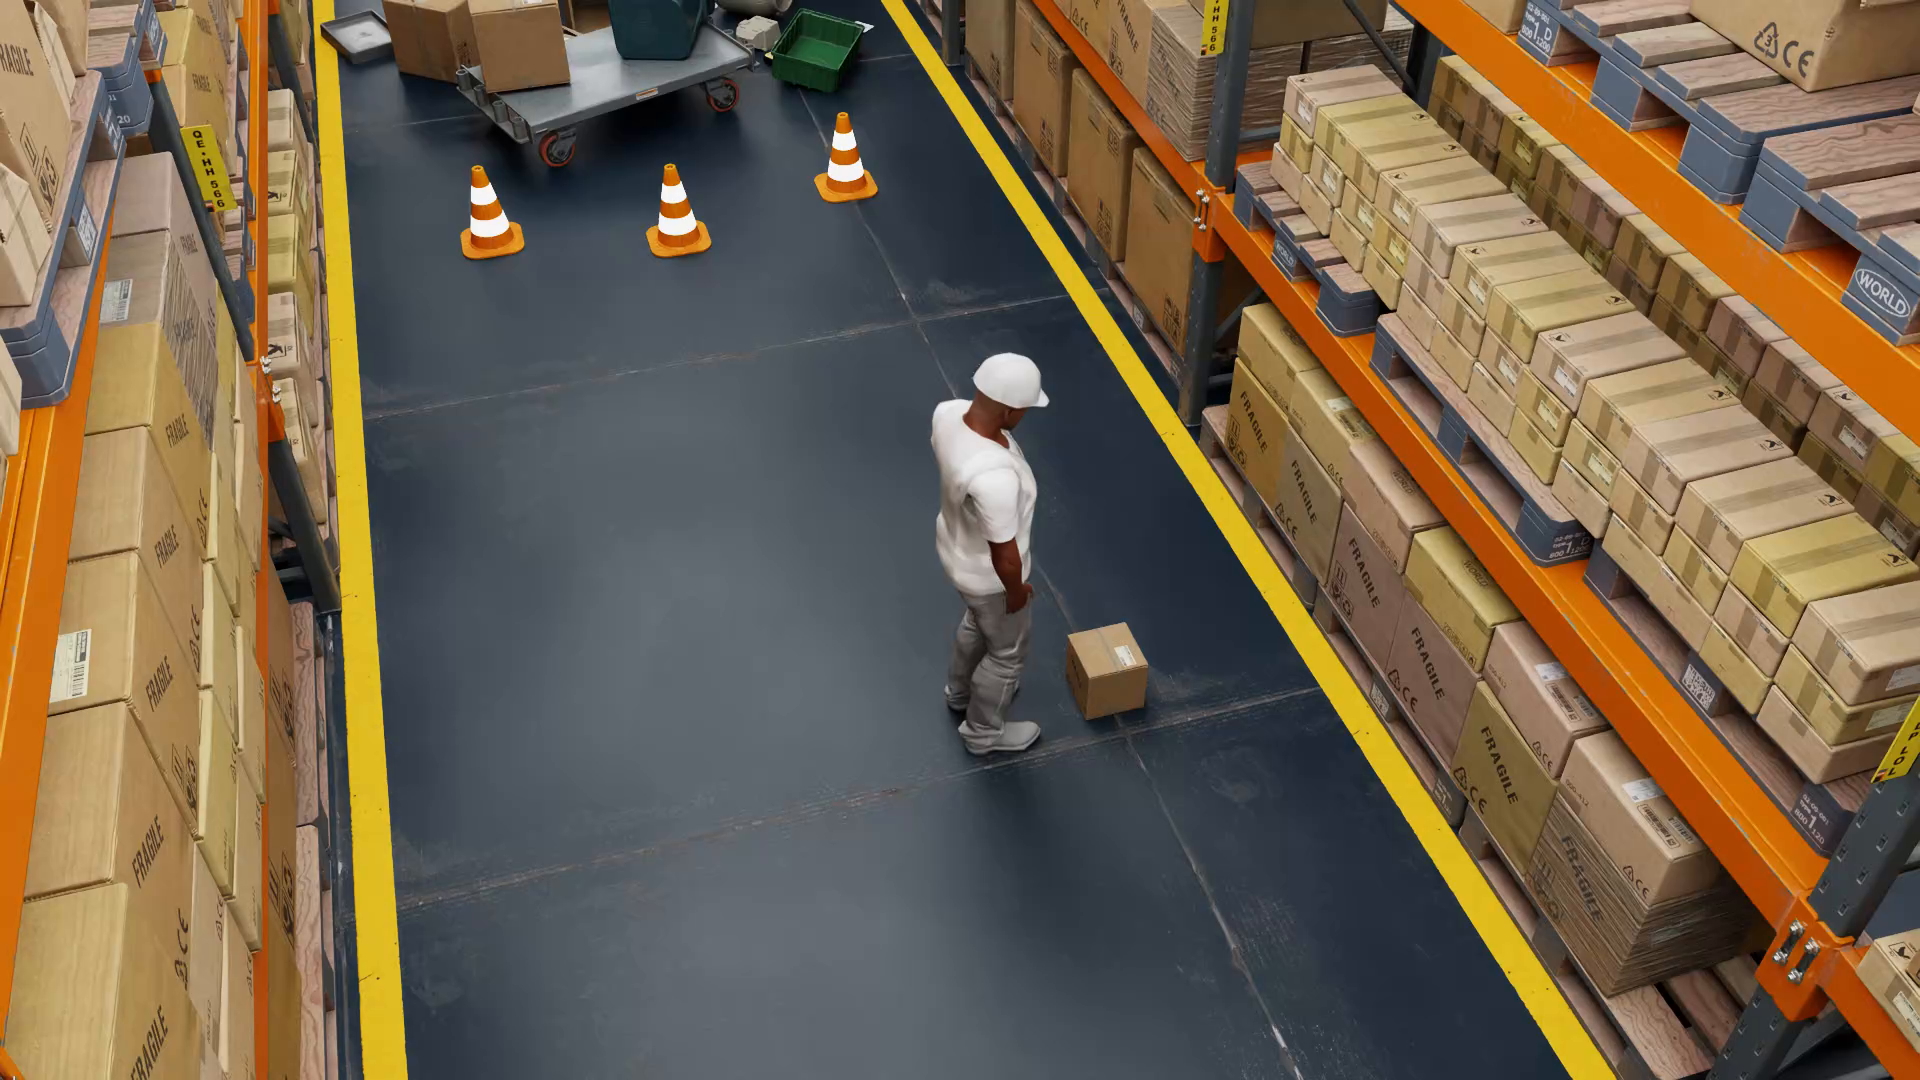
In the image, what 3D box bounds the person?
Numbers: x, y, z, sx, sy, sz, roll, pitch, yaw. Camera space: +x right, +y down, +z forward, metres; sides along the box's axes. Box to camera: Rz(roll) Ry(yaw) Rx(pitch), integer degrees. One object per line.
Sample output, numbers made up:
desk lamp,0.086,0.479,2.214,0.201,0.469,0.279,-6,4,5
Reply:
person,0.118,0.052,6.101,0.396,1.743,0.578,-11,43,-12
